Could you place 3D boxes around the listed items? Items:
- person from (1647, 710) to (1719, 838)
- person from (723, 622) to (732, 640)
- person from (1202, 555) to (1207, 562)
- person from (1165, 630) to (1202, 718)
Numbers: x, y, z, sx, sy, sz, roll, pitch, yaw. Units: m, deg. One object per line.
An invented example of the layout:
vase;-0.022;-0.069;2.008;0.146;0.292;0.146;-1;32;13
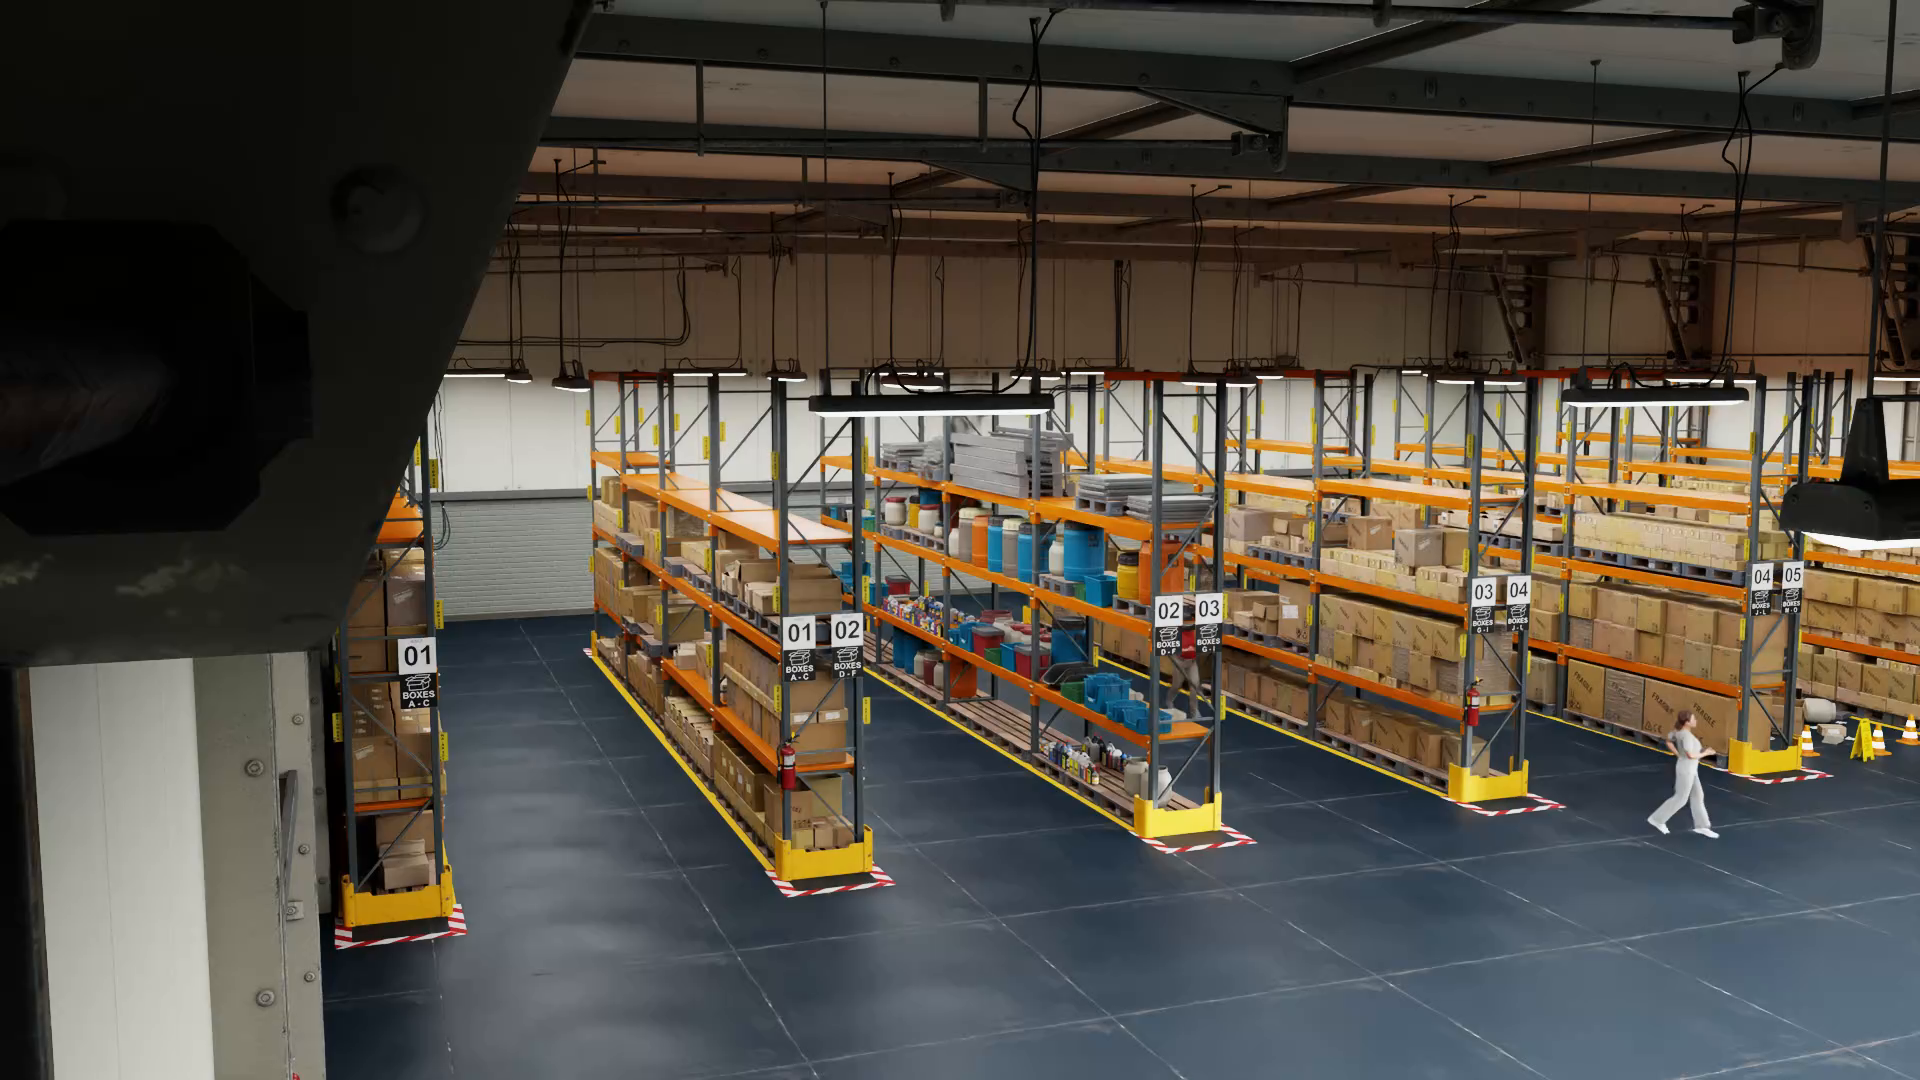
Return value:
person;9.504;3.041;21.730;0.851;1.662;0.559;2;7;17
person;-4.701;1.670;34.030;0.653;1.738;0.614;-4;7;-30
person;5.582;1.207;38.366;0.656;1.791;0.687;-1;6;-9
person;3.919;2.219;29.164;0.664;1.793;0.847;-3;7;-25
